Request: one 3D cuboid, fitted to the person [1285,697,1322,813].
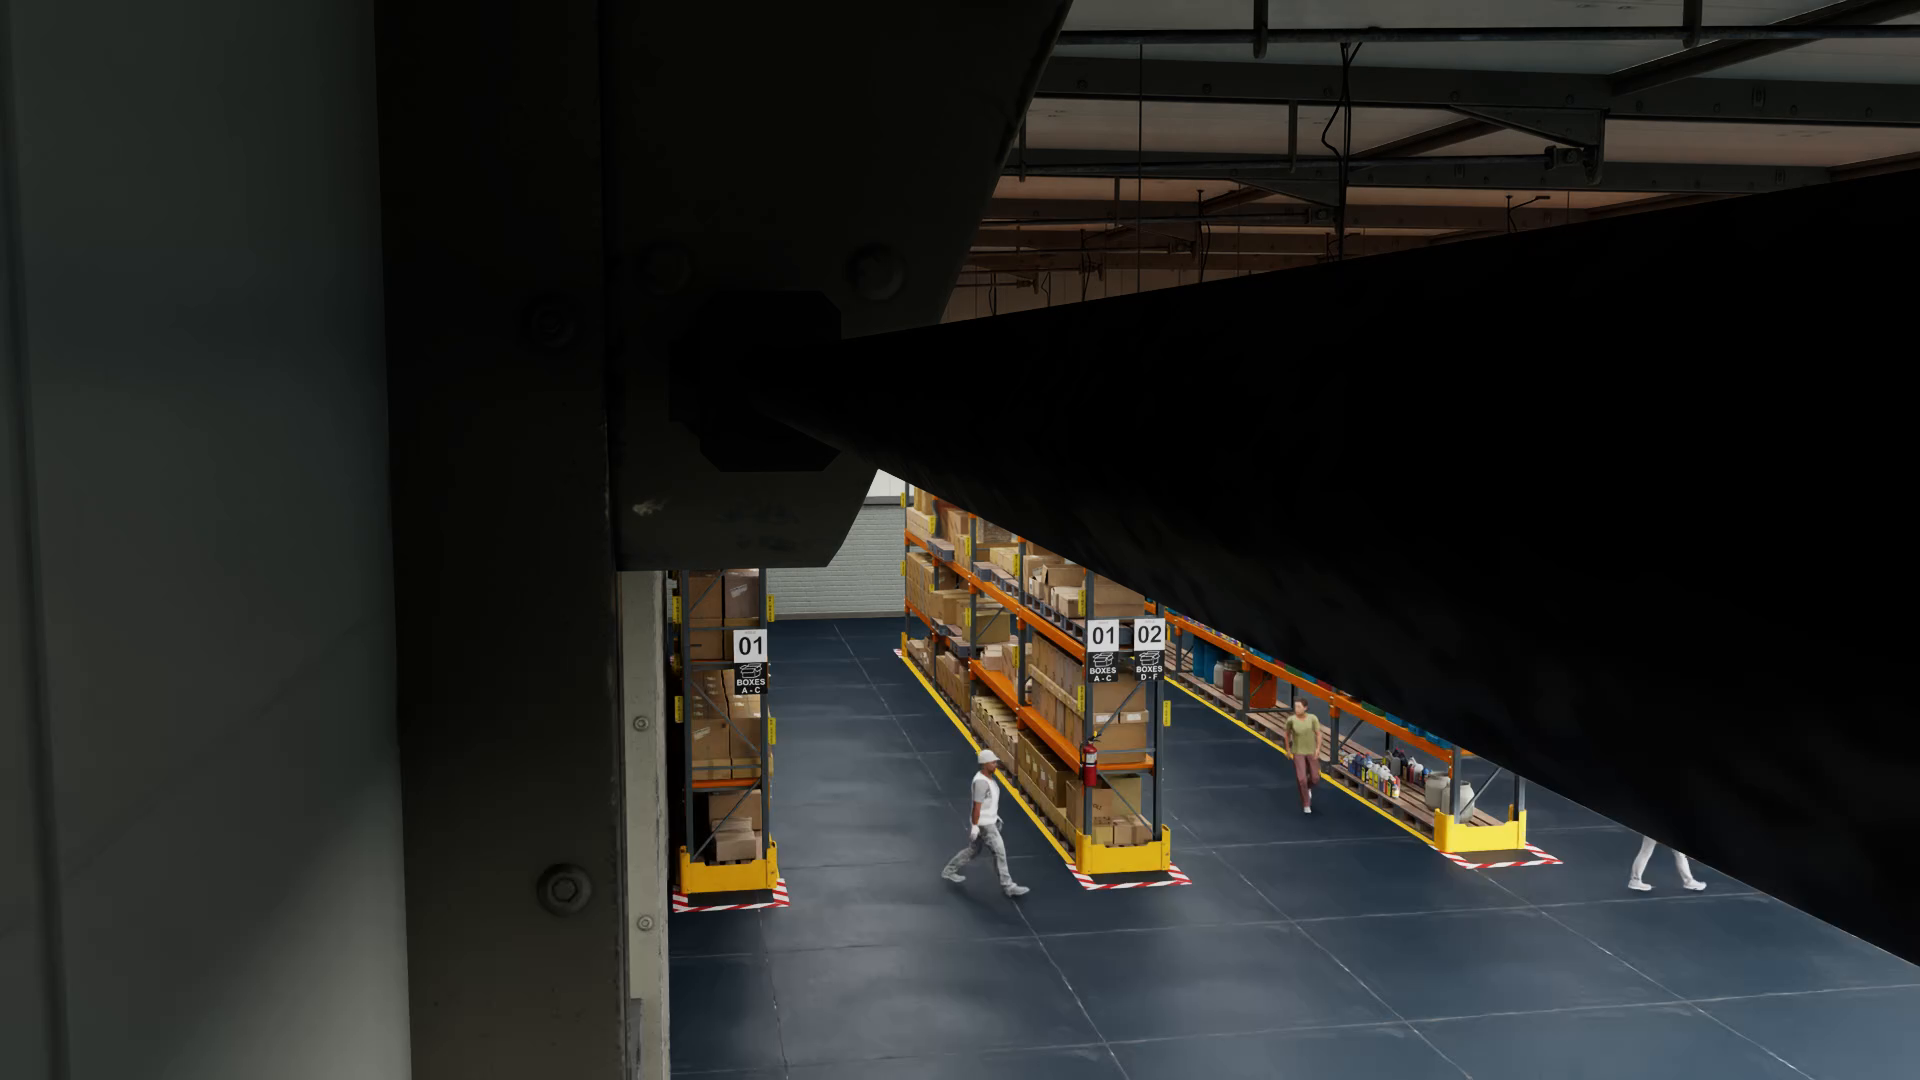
[{"bbox_3d":[4.917,3.052,23.844,0.508,1.643,0.620,0,6,4],"label":"person"}]

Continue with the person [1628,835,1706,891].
[{"bbox_3d":[8.547,3.414,20.116,0.932,1.626,0.483,-2,6,-20],"label":"person"}]

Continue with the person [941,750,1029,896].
[{"bbox_3d":[0.300,3.397,20.110,1.085,1.732,0.563,0,6,3],"label":"person"}]
